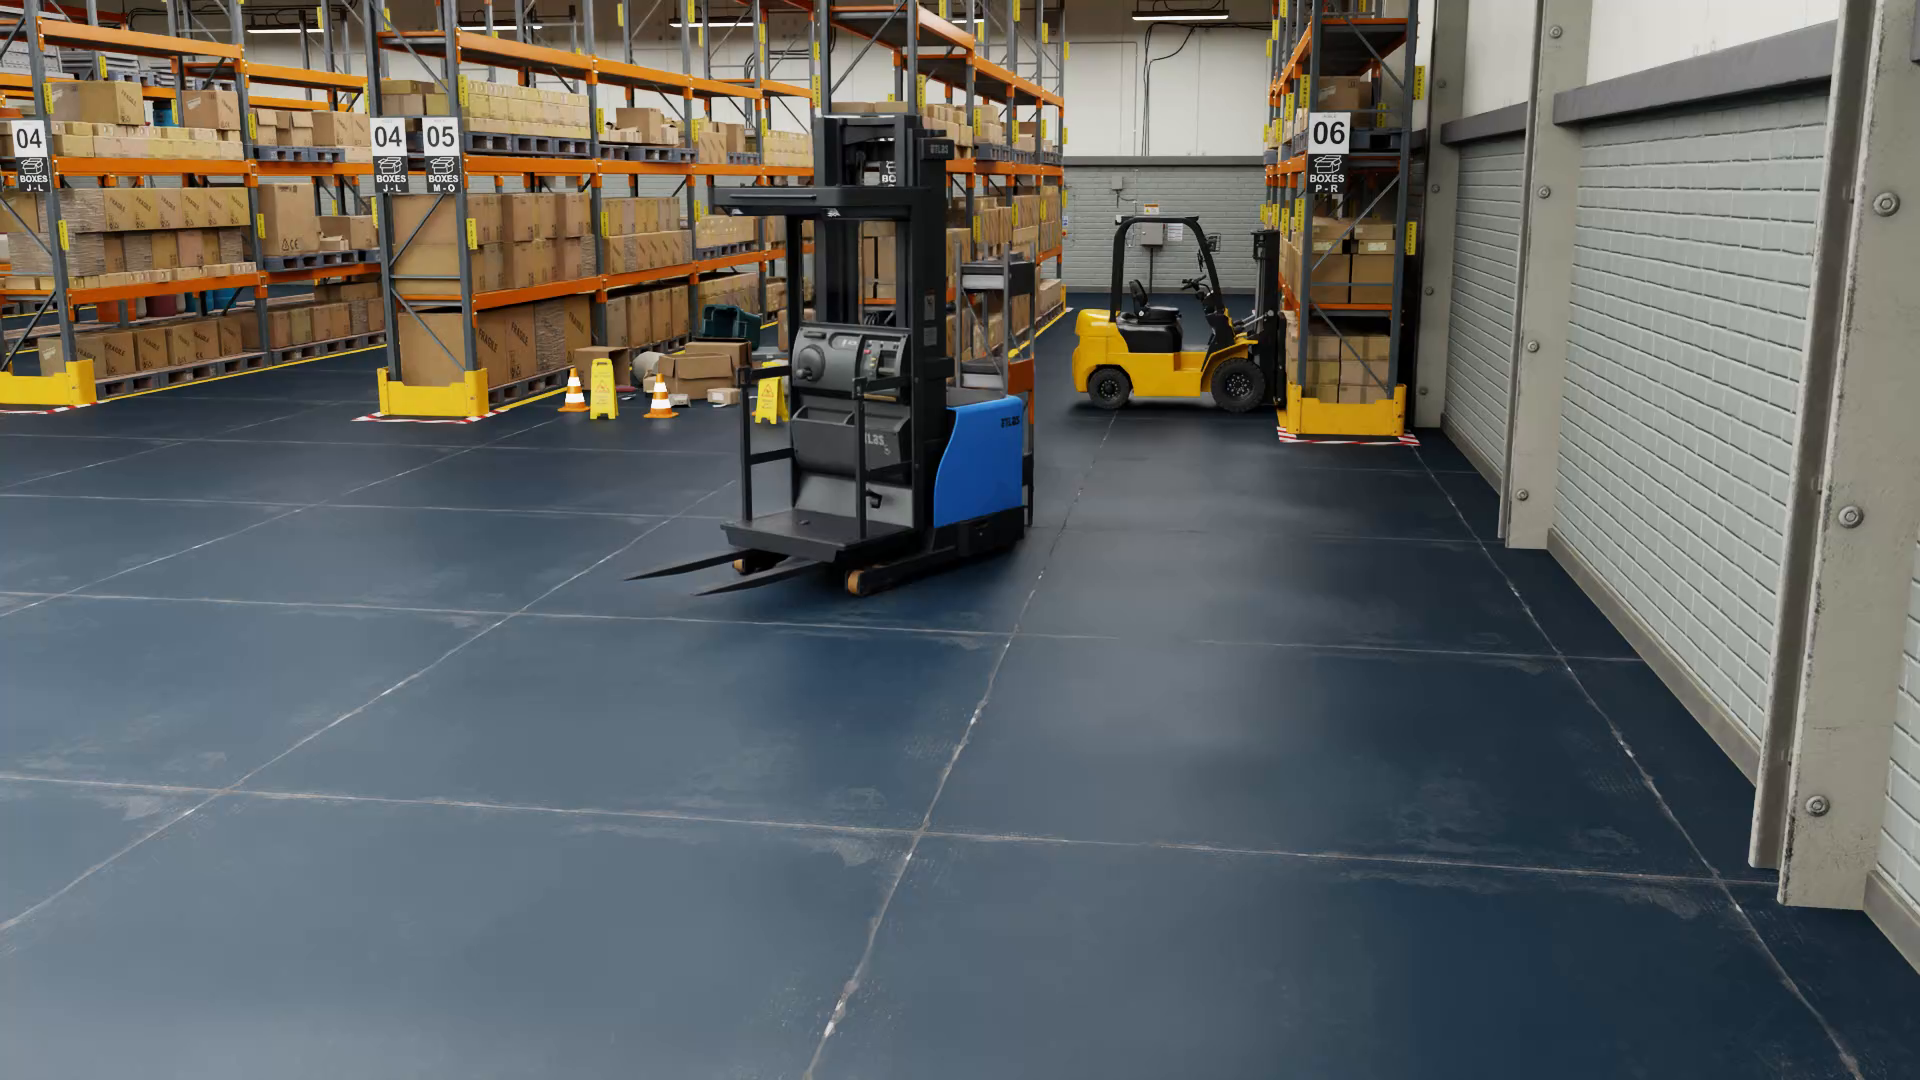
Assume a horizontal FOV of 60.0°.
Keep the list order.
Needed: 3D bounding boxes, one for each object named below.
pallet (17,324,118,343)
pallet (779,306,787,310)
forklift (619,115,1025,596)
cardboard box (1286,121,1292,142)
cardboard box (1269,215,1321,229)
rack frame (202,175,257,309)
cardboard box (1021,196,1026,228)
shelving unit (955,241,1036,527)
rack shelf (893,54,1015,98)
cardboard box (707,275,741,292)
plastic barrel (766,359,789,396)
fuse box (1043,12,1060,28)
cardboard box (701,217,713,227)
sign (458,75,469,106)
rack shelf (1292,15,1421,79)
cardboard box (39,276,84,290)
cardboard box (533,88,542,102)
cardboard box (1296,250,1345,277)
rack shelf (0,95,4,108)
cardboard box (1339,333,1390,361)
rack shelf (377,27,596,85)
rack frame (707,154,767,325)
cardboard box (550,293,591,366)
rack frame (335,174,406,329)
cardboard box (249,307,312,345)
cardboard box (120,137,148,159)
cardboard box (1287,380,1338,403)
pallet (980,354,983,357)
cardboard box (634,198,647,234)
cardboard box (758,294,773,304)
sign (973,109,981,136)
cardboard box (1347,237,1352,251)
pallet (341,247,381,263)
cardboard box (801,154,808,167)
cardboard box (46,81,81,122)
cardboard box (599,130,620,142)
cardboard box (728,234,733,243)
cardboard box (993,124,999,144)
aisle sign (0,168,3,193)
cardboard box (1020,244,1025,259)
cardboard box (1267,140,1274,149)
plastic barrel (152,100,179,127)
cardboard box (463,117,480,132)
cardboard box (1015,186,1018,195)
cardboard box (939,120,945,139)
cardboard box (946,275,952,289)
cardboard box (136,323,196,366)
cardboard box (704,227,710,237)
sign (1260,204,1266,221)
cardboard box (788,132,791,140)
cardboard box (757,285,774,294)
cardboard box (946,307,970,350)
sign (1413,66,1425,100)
[{"bbox_3d":[-14.553,-3.365,27.104,1.003,0.211,1.213,2,12,9],"label":"pallet"},{"bbox_3d":[-3.747,-4.411,31.958,1.003,0.211,1.213,2,12,9],"label":"pallet"},{"bbox_3d":[-0.844,-1.198,10.596,1.130,2.935,3.031,9,15,37],"label":"forklift"},{"bbox_3d":[4.687,-5.661,22.548,0.500,0.500,0.500,2,12,10],"label":"cardboard box"},{"bbox_3d":[5.264,-4.848,26.125,0.797,0.503,0.637,2,12,7],"label":"cardboard box"},{"bbox_3d":[-13.780,-5.720,31.417,1.000,3.000,0.127,2,12,9],"label":"rack frame"},{"bbox_3d":[0.770,-5.249,26.620,0.500,0.500,0.500,2,12,10],"label":"cardboard box"},{"bbox_3d":[0.259,-1.096,12.094,0.431,2.100,0.503,5,13,24],"label":"shelving unit"},{"bbox_3d":[-0.017,-6.375,22.872,1.077,0.370,4.000,2,12,9],"label":"rack shelf"},{"bbox_3d":[-4.025,-4.348,28.204,0.500,0.250,0.500,1,12,6],"label":"cardboard box"},{"bbox_3d":[-2.118,-1.960,20.085,0.421,0.421,0.512,-10,16,-40],"label":"plastic barrel"},{"bbox_3d":[2.111,-11.745,37.539,0.513,0.334,0.176,2,12,9],"label":"fuse box"},{"bbox_3d":[-4.231,-5.171,27.054,0.380,0.149,0.250,1,12,6],"label":"cardboard box"},{"bbox_3d":[-5.299,-4.793,17.732,0.100,0.325,0.005,2,12,9],"label":"sign"},{"bbox_3d":[4.273,-5.383,18.266,1.077,0.370,4.000,2,12,9],"label":"rack shelf"},{"bbox_3d":[-10.452,-2.991,19.347,0.380,0.149,0.250,2,12,9],"label":"cardboard box"},{"bbox_3d":[-5.205,-5.298,19.805,0.380,0.149,0.250,2,12,9],"label":"cardboard box"},{"bbox_3d":[3.871,-2.848,17.852,0.500,0.500,0.500,2,12,10],"label":"cardboard box"},{"bbox_3d":[-18.981,-7.851,29.719,1.077,0.370,4.000,2,12,9],"label":"rack shelf"},{"bbox_3d":[4.227,-2.025,17.424,0.500,0.250,0.500,2,12,8],"label":"cardboard box"},{"bbox_3d":[-5.539,-5.682,19.655,1.077,0.370,4.000,2,12,9],"label":"rack shelf"},{"bbox_3d":[-4.001,-5.378,29.829,1.000,3.000,0.127,2,12,9],"label":"rack frame"},{"bbox_3d":[-5.397,-2.751,21.684,0.875,0.875,0.875,2,12,10],"label":"cardboard box"},{"bbox_3d":[-9.501,-4.727,26.808,1.000,3.000,0.127,2,12,9],"label":"rack frame"},{"bbox_3d":[-9.909,-3.113,24.209,0.700,0.500,0.500,2,12,8],"label":"cardboard box"},{"bbox_3d":[-10.249,-4.757,20.184,0.500,0.250,0.500,2,12,8],"label":"cardboard box"},{"bbox_3d":[3.726,-1.550,17.595,0.500,0.250,0.500,2,12,9],"label":"cardboard box"},{"bbox_3d":[-0.206,-2.372,22.501,1.003,0.211,1.213,2,12,9],"label":"pallet"},{"bbox_3d":[-4.926,-4.671,23.939,0.700,0.500,0.500,2,12,8],"label":"cardboard box"},{"bbox_3d":[-3.629,-4.400,30.355,0.380,0.149,0.250,2,12,11],"label":"cardboard box"},{"bbox_3d":[0.213,-5.276,21.010,0.100,0.325,0.005,2,12,9],"label":"sign"},{"bbox_3d":[4.295,-3.115,17.550,0.380,0.149,0.250,2,12,8],"label":"cardboard box"},{"bbox_3d":[-9.506,-4.482,26.124,1.213,0.211,1.003,2,12,9],"label":"pallet"},{"bbox_3d":[-3.265,-7.394,32.419,0.500,0.250,0.500,2,12,9],"label":"cardboard box"},{"bbox_3d":[-10.743,-5.298,20.205,0.500,0.500,0.500,2,12,9],"label":"cardboard box"},{"bbox_3d":[-4.826,-5.518,22.721,0.250,0.149,0.380,2,12,9],"label":"cardboard box"},{"bbox_3d":[-4.063,-5.100,28.139,0.380,0.149,0.250,2,12,11],"label":"cardboard box"},{"bbox_3d":[0.239,-5.386,22.104,0.500,0.250,0.500,2,12,8],"label":"cardboard box"},{"bbox_3d":[-11.037,-4.329,18.792,0.394,0.787,0.004,2,12,9],"label":"aisle sign"},{"bbox_3d":[0.763,-4.643,26.774,0.500,0.250,0.500,2,12,11],"label":"cardboard box"},{"bbox_3d":[5.298,-6.574,27.622,0.380,0.149,0.250,2,12,9],"label":"cardboard box"},{"bbox_3d":[-13.891,-7.277,29.332,0.600,0.901,0.708,2,12,9],"label":"plastic barrel"},{"bbox_3d":[-5.477,-4.539,18.176,0.380,0.149,0.250,2,12,9],"label":"cardboard box"},{"bbox_3d":[0.835,-6.271,29.821,0.380,0.149,0.250,2,12,9],"label":"cardboard box"},{"bbox_3d":[-0.457,-4.588,18.693,0.500,0.250,0.500,2,12,10],"label":"cardboard box"},{"bbox_3d":[-0.298,-3.055,19.646,0.380,0.149,0.250,2,12,9],"label":"cardboard box"},{"bbox_3d":[-10.316,-2.545,21.617,0.500,0.500,0.500,1,12,4],"label":"cardboard box"},{"bbox_3d":[-4.266,-4.980,26.873,0.380,0.149,0.250,1,12,7],"label":"cardboard box"},{"bbox_3d":[5.890,-6.352,32.293,0.100,0.325,0.005,2,12,9],"label":"sign"},{"bbox_3d":[-3.405,-7.645,31.449,0.380,0.149,0.250,2,12,7],"label":"cardboard box"},{"bbox_3d":[-3.642,-4.601,30.581,0.380,0.149,0.250,3,12,11],"label":"cardboard box"},{"bbox_3d":[-0.150,-2.669,21.009,0.500,0.500,0.500,2,12,8],"label":"cardboard box"},{"bbox_3d":[4.513,-4.494,16.343,0.100,0.325,0.005,2,12,9],"label":"sign"}]
